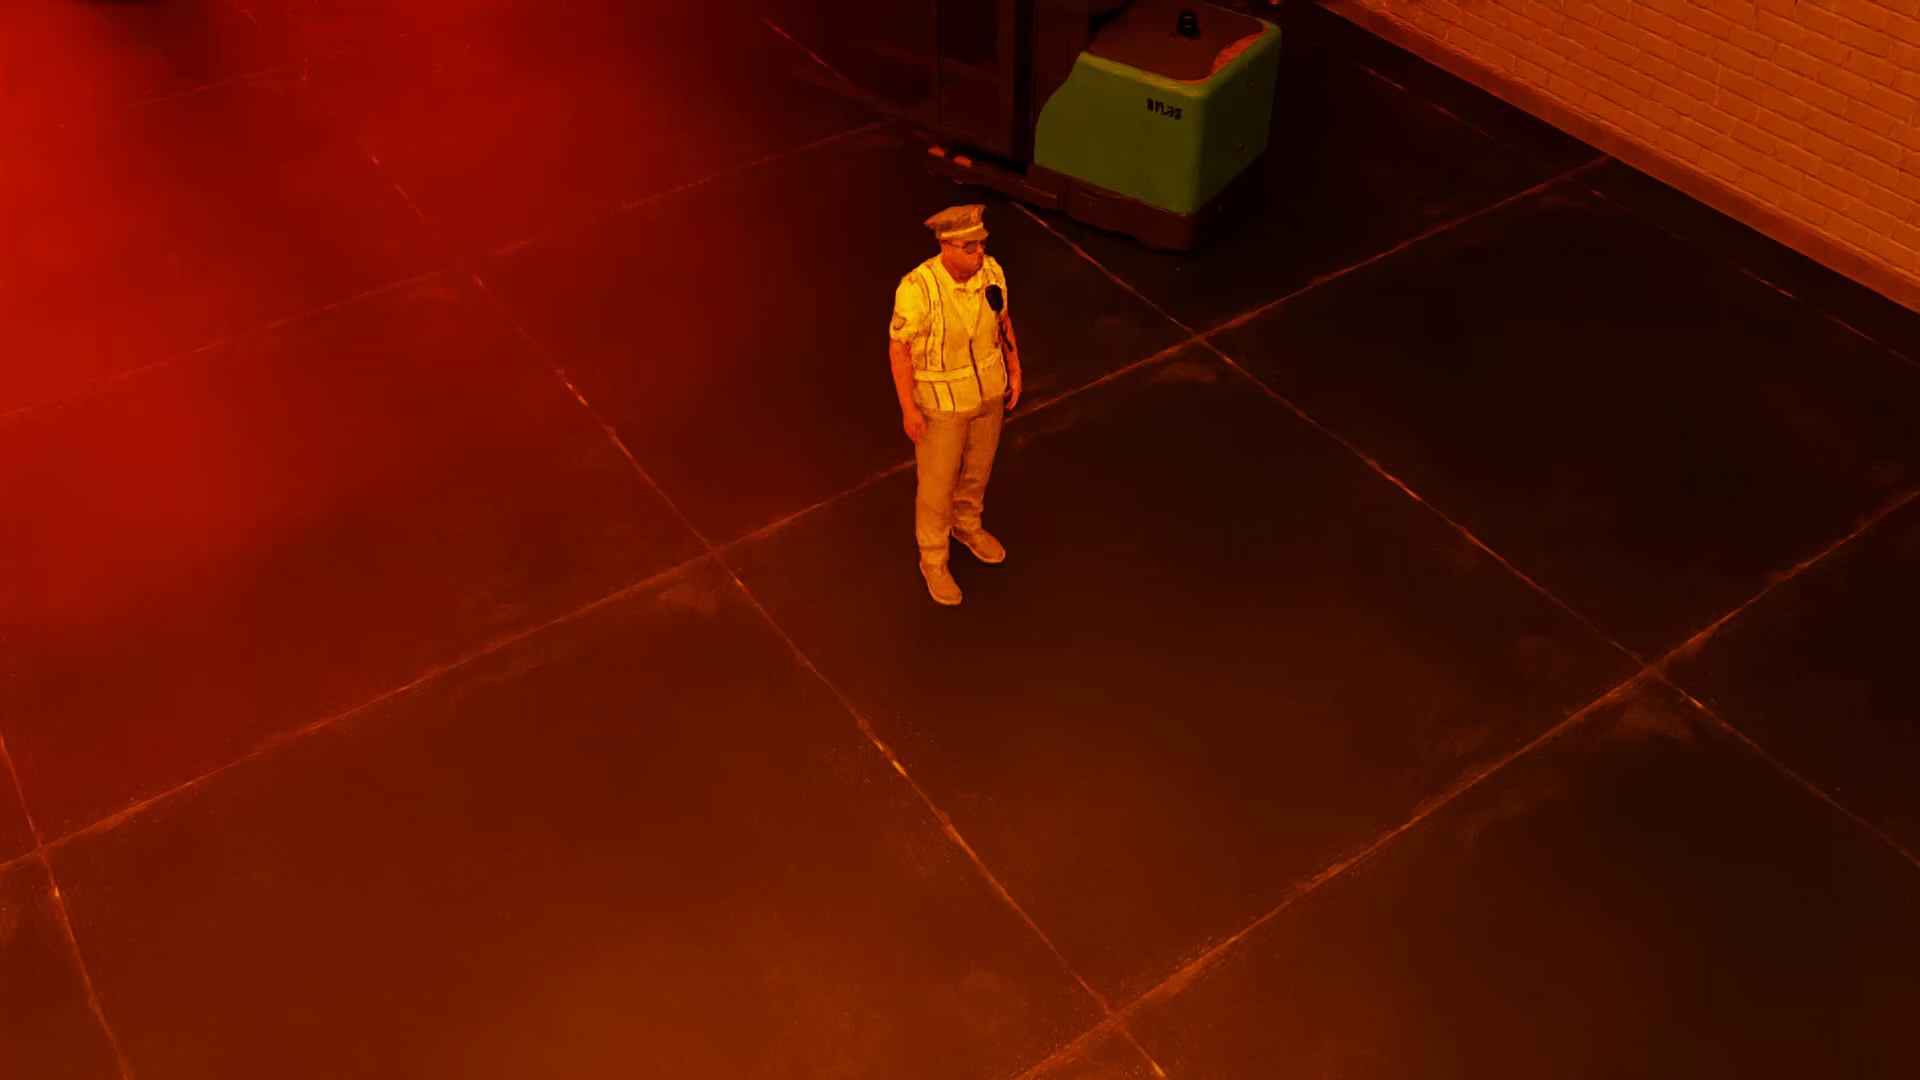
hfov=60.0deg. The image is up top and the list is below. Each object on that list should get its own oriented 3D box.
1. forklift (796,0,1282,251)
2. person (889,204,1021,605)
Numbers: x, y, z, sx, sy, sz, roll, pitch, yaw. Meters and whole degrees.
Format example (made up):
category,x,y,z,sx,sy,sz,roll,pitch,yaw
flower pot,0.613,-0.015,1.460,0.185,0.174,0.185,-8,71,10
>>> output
category,x,y,z,sx,sy,sz,roll,pitch,yaw
forklift,0.360,-3.540,9.557,3.031,2.935,1.130,25,48,25
person,0.032,-0.612,7.216,0.635,1.781,0.574,-25,48,-25
